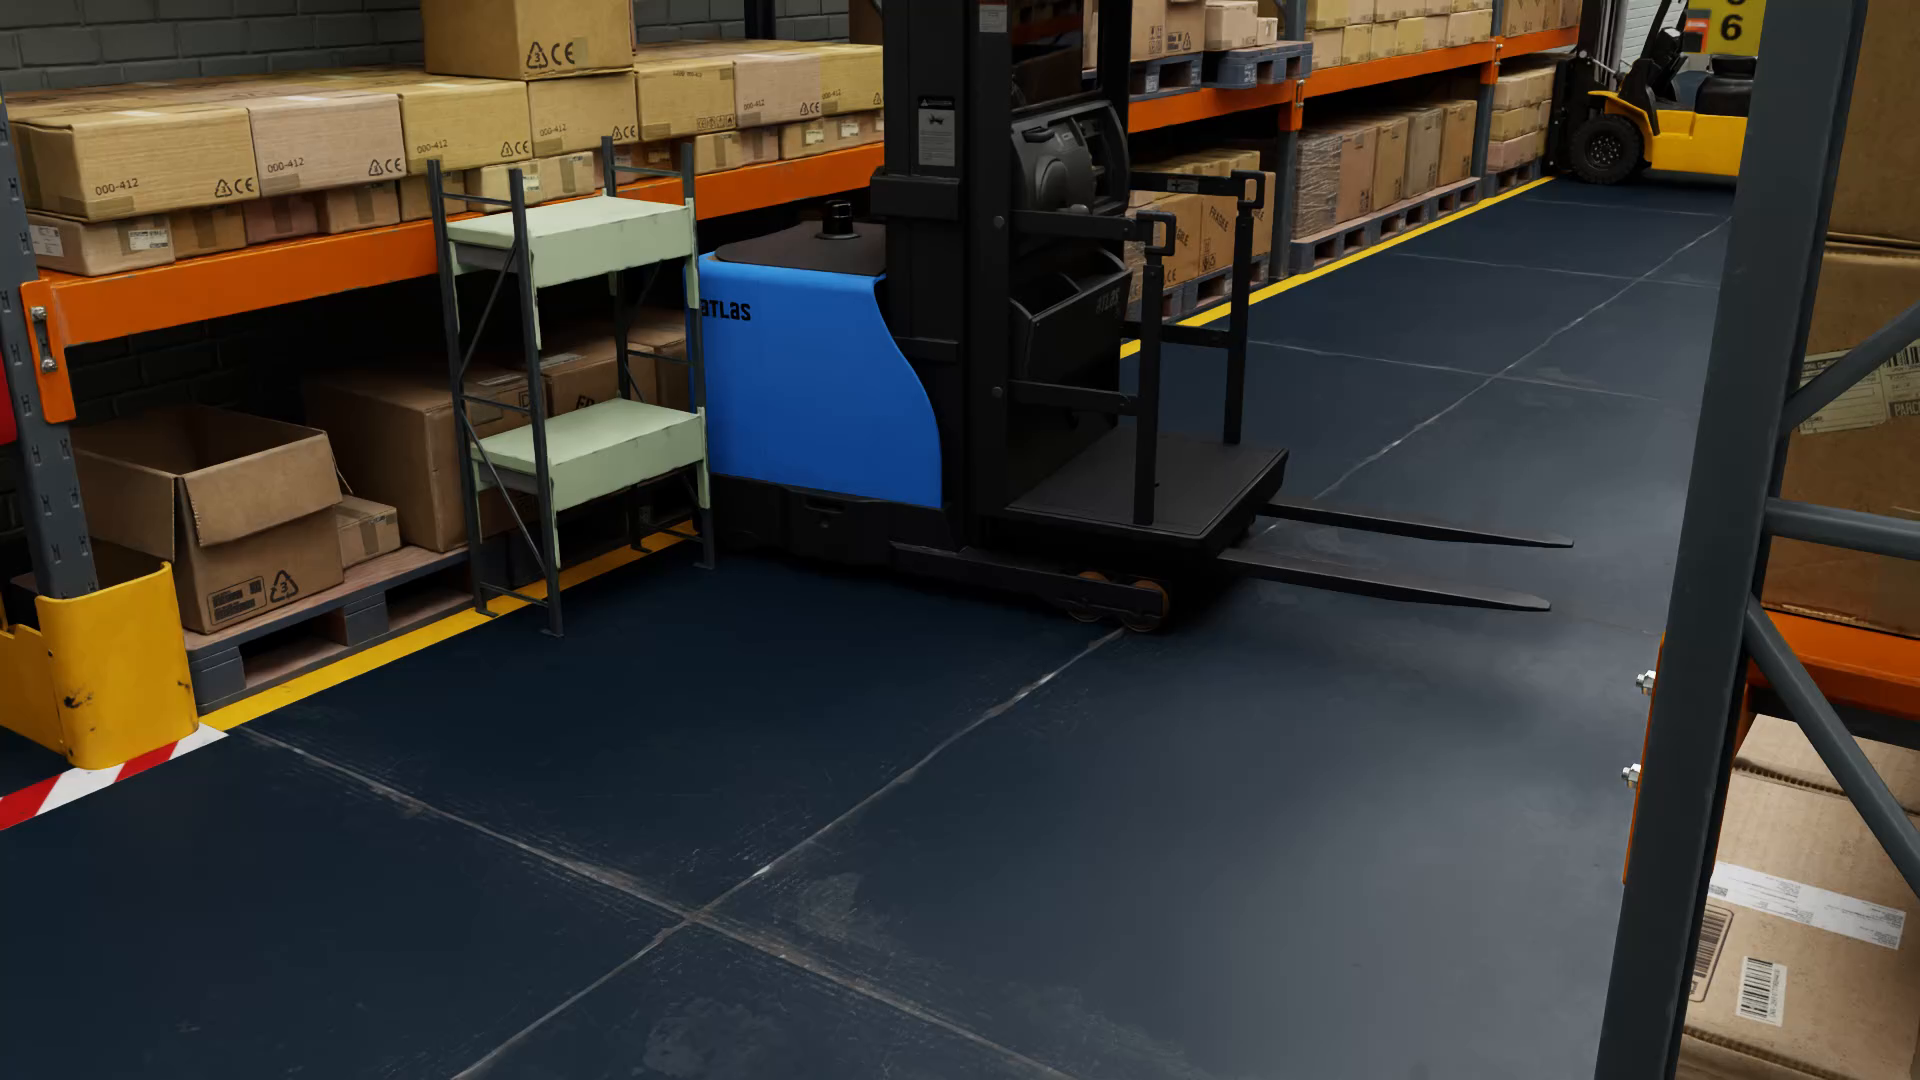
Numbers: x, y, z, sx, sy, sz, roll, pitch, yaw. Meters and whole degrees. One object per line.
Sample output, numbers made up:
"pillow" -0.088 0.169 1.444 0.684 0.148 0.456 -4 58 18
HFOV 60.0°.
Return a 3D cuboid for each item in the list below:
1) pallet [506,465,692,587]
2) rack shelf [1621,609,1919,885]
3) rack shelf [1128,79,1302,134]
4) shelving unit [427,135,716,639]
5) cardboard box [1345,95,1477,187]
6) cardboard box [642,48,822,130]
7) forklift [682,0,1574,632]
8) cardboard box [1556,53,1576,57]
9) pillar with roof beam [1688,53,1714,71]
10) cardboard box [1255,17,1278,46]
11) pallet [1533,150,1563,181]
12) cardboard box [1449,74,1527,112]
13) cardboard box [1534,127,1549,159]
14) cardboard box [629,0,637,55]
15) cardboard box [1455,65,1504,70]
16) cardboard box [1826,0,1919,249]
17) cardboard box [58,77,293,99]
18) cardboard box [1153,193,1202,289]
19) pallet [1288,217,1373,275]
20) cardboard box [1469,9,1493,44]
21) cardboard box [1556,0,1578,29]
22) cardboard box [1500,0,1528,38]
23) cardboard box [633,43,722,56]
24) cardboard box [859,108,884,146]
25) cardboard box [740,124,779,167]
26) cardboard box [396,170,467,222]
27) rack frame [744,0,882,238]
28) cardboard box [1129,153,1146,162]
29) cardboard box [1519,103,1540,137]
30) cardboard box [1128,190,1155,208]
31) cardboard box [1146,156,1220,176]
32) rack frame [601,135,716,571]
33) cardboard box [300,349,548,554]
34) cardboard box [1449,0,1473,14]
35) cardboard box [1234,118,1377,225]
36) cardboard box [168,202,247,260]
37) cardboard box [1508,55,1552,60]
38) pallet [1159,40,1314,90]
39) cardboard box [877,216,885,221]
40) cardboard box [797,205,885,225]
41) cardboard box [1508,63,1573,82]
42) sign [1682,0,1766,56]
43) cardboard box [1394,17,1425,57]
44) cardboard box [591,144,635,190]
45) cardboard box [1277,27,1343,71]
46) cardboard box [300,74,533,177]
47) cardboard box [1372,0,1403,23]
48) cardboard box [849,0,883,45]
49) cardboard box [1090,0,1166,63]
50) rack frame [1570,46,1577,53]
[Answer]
"pallet" -1.615 -0.199 6.500 1.003 0.211 1.213 13 24 32
"rack shelf" 2.440 -0.178 3.458 1.077 0.370 4.000 13 24 32
"rack shelf" 0.581 -2.292 9.175 1.077 0.370 4.000 13 24 32
"shelving unit" -1.255 -0.529 5.533 0.431 1.500 0.755 13 24 32
"cardboard box" 3.670 -3.282 13.633 0.875 0.625 0.625 15 25 34
"cardboard box" -0.897 -1.785 6.553 0.500 0.250 0.500 13 24 32
"forklift" 0.563 -1.282 5.507 3.031 2.935 1.130 9 22 24
"cardboard box" 6.202 -4.682 16.516 0.500 0.250 0.500 14 25 34
"pillar with roof beam" 15.372 -10.892 22.740 9.100 9.000 0.400 13 24 32
"cardboard box" 1.654 -3.019 9.860 0.380 0.149 0.250 14 24 33
"pallet" 5.121 -3.615 15.733 1.003 0.211 1.213 13 24 32
"cardboard box" 4.486 -3.805 14.145 0.500 0.250 0.500 13 24 31
"cardboard box" 5.049 -3.632 15.118 0.500 0.250 0.500 14 24 33
"cardboard box" -1.600 -2.101 6.328 0.500 0.500 0.500 13 24 30
"cardboard box" 4.639 -4.197 15.205 0.500 0.250 0.500 13 24 32
"cardboard box" 1.390 -0.642 2.091 0.500 0.500 0.500 14 25 34
"cardboard box" -2.462 -1.309 5.267 0.500 0.250 0.500 13 24 32
"cardboard box" 1.064 -1.773 9.731 0.500 0.500 0.500 15 25 34
"pallet" 2.201 -2.124 11.703 1.003 0.211 1.213 13 24 32
"cardboard box" 3.887 -4.085 13.201 0.500 0.250 0.500 14 24 33
"cardboard box" 5.283 -4.913 15.078 0.500 0.500 0.500 13 24 32
"cardboard box" 4.420 -4.474 13.893 0.500 0.500 0.500 13 24 30
"cardboard box" -1.321 -1.890 6.839 0.500 0.250 0.500 13 24 31
"cardboard box" -0.513 -1.797 7.162 0.380 0.149 0.250 14 24 33
"cardboard box" -0.938 -1.569 6.545 0.380 0.149 0.250 14 24 33
"cardboard box" -1.819 -1.133 5.367 0.380 0.149 0.250 14 24 33
"rack frame" -0.543 -2.056 7.499 1.000 3.000 0.127 13 24 32
"cardboard box" 0.910 -2.285 10.183 0.380 0.149 0.250 14 24 33
"cardboard box" 4.763 -3.716 14.626 0.500 0.250 0.500 13 24 32
"cardboard box" 0.869 -1.966 9.319 0.380 0.149 0.250 12 23 29
"cardboard box" 1.325 -2.190 9.924 0.380 0.149 0.250 12 24 30
"rack frame" -1.050 -0.634 5.817 0.400 1.500 0.023 13 24 32
"cardboard box" -1.857 -0.327 5.824 0.700 0.500 0.500 14 25 34
"cardboard box" 3.606 -4.175 12.725 0.500 0.250 0.500 13 24 30
"cardboard box" 2.428 -2.652 11.928 0.875 0.625 0.625 14 25 34
"cardboard box" -2.275 -0.913 4.772 0.380 0.149 0.250 14 24 33
"cardboard box" 5.498 -4.630 16.375 0.500 0.250 0.500 13 24 32
"pallet" 1.383 -2.905 10.072 1.213 0.211 1.003 13 24 32
"cardboard box" -0.171 -1.587 7.865 0.380 0.149 0.250 13 24 31
"cardboard box" -0.575 -1.546 8.185 0.380 0.149 0.250 12 24 30
"cardboard box" 5.353 -4.244 15.331 0.500 0.250 0.500 13 24 31
"sign" 0.875 -0.705 1.837 0.100 0.325 0.005 13 24 32
"cardboard box" 3.021 -3.654 12.035 0.500 0.250 0.500 14 25 34
"cardboard box" -1.395 -1.358 5.974 0.380 0.149 0.250 13 24 32
"cardboard box" 2.157 -3.213 10.843 0.500 0.250 0.500 13 24 32
"cardboard box" -1.748 -1.346 5.367 0.500 0.250 0.500 13 24 31
"cardboard box" 2.749 -3.737 11.540 0.500 0.250 0.500 13 24 30
"cardboard box" -0.086 -2.395 7.666 0.700 0.500 0.500 14 24 33
"cardboard box" 0.646 -2.769 8.676 0.700 0.500 0.500 13 24 32
"rack frame" 6.203 -5.499 16.807 1.000 3.000 0.127 13 24 32
